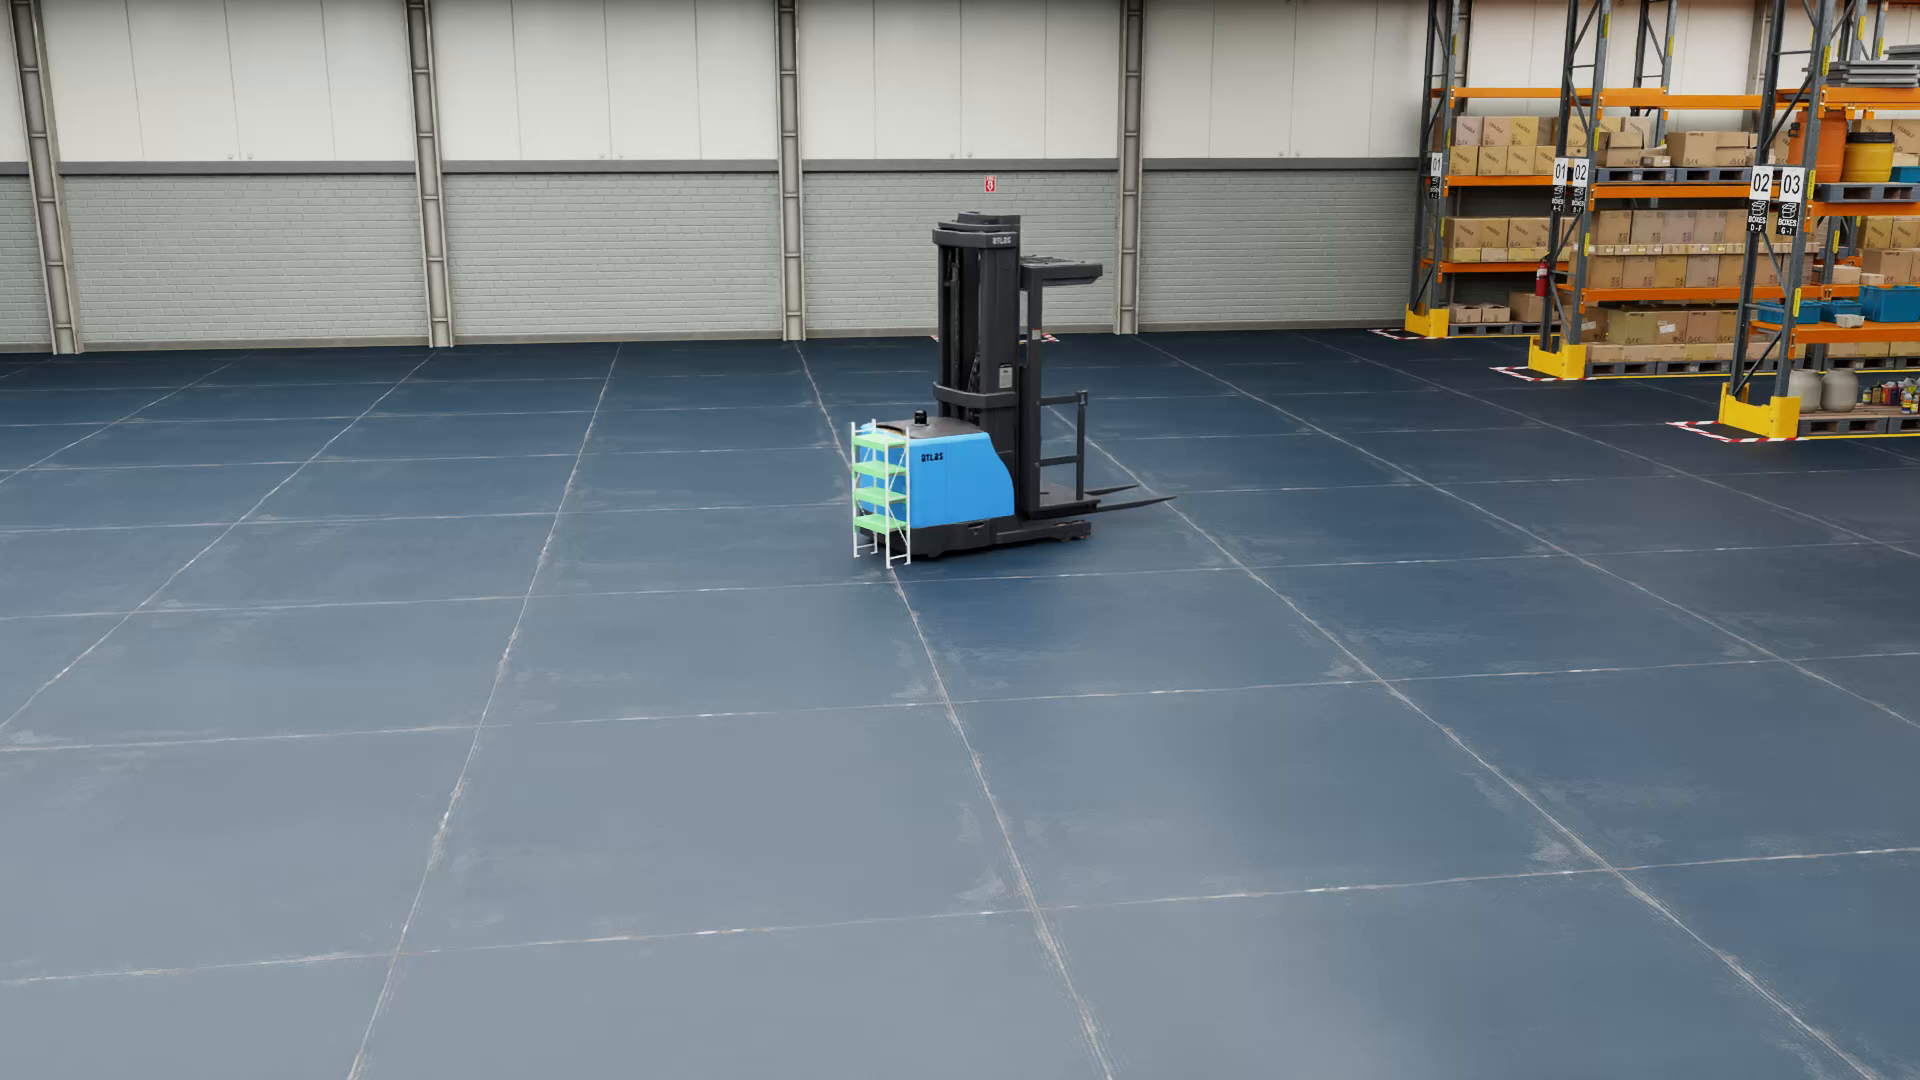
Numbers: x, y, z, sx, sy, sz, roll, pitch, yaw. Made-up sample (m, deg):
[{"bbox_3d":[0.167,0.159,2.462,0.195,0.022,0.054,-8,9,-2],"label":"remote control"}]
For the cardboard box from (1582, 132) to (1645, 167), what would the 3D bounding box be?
[{"bbox_3d":[9.685,-5.805,24.672,0.637,0.503,0.797,-1,14,-4],"label":"cardboard box"}]

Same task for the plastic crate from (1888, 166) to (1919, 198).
[{"bbox_3d":[11.691,-4.406,20.489,0.575,0.384,0.392,-2,14,-8],"label":"plastic crate"}]

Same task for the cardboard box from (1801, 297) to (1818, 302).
[{"bbox_3d":[15.581,-4.452,31.042,0.500,0.500,0.700,-2,14,-8],"label":"cardboard box"}]

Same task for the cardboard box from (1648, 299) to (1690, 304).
[{"bbox_3d":[13.055,-4.376,30.740,0.500,0.500,0.700,-2,14,-6],"label":"cardboard box"}]

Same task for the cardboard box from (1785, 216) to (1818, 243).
[{"bbox_3d":[12.634,-4.814,25.377,0.500,0.500,0.700,-2,14,-8],"label":"cardboard box"}]

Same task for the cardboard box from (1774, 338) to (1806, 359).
[{"bbox_3d":[12.646,-2.954,25.624,0.500,0.250,0.500,-2,14,-8],"label":"cardboard box"}]

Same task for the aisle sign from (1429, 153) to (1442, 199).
[{"bbox_3d":[8.348,-6.386,29.175,0.004,0.787,0.394,-2,14,-8],"label":"aisle sign"}]

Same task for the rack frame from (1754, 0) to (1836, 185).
[{"bbox_3d":[9.850,-5.727,19.557,0.127,3.000,1.000,-2,14,-8],"label":"rack frame"}]

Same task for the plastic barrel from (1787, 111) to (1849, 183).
[{"bbox_3d":[10.312,-4.732,20.011,0.708,0.830,0.600,-2,14,-8],"label":"plastic barrel"}]

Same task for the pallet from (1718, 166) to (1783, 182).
[{"bbox_3d":[12.232,-5.528,25.115,1.213,0.211,1.003,-2,14,-8],"label":"pallet"}]

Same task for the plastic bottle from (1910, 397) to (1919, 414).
[{"bbox_3d":[11.792,-1.667,20.552,0.097,0.201,0.097,0,14,0],"label":"plastic bottle"}]

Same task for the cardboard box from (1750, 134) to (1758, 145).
[{"bbox_3d":[14.102,-7.097,30.120,0.500,0.500,0.500,-3,14,-10],"label":"cardboard box"}]

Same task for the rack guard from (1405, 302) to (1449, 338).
[{"bbox_3d":[8.450,-3.990,30.105,0.348,0.500,1.175,-2,14,-8],"label":"rack guard"}]

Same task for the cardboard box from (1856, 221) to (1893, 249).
[{"bbox_3d":[16.804,-5.648,30.719,0.500,0.500,0.500,-2,14,-7],"label":"cardboard box"}]

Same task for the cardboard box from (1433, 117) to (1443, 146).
[{"bbox_3d":[8.762,-7.276,29.601,0.500,0.500,0.500,-1,14,-6],"label":"cardboard box"}]

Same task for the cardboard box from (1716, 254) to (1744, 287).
[{"bbox_3d":[11.617,-4.146,25.383,0.500,0.500,0.700,-2,14,-7],"label":"cardboard box"}]

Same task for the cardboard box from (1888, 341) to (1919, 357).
[{"bbox_3d":[14.525,-3.016,25.871,0.500,0.250,0.500,-3,14,-10],"label":"cardboard box"}]

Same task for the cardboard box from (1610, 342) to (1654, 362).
[{"bbox_3d":[10.174,-2.863,25.262,0.500,0.250,0.500,-2,14,-8],"label":"cardboard box"}]

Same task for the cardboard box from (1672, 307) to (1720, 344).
[{"bbox_3d":[11.163,-3.262,25.309,0.500,0.500,0.500,-2,14,-8],"label":"cardboard box"}]

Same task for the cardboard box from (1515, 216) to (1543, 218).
[{"bbox_3d":[10.317,-5.623,30.201,0.500,0.500,0.500,-2,14,-8],"label":"cardboard box"}]

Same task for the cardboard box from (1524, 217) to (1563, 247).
[{"bbox_3d":[10.402,-5.500,29.711,0.500,0.500,0.500,-2,14,-7],"label":"cardboard box"}]

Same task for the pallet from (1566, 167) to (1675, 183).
[{"bbox_3d":[9.819,-5.440,24.762,1.213,0.211,1.003,-2,14,-8],"label":"pallet"}]

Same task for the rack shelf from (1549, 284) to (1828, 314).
[{"bbox_3d":[11.094,-3.732,25.415,4.000,0.370,1.077,-2,14,-8],"label":"rack shelf"}]

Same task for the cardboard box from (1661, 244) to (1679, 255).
[{"bbox_3d":[10.557,-4.372,24.949,0.250,0.149,0.380,-3,14,-10],"label":"cardboard box"}]

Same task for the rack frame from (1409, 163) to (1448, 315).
[{"bbox_3d":[8.375,-5.200,29.789,0.127,3.000,1.000,-2,14,-8],"label":"rack frame"}]

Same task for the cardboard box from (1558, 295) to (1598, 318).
[{"bbox_3d":[11.310,-4.299,30.430,0.500,0.500,0.500,-3,14,-13],"label":"cardboard box"}]

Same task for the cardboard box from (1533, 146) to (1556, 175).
[{"bbox_3d":[10.318,-6.720,29.439,0.500,0.500,0.500,-1,14,-5],"label":"cardboard box"}]

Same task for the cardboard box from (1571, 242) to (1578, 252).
[{"bbox_3d":[9.466,-4.431,25.186,0.250,0.149,0.380,-2,14,-9],"label":"cardboard box"}]

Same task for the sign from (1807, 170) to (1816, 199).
[{"bbox_3d":[9.928,-4.144,19.393,0.005,0.325,0.100,-2,14,-8],"label":"sign"}]

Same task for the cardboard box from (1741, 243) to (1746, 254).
[{"bbox_3d":[11.828,-4.419,25.136,0.250,0.149,0.380,-2,14,-9],"label":"cardboard box"}]

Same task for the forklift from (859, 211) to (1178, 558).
[{"bbox_3d":[0.617,-1.507,15.207,3.031,2.935,1.130,-8,16,-29],"label":"forklift"}]

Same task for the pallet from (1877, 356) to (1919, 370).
[{"bbox_3d":[15.003,-2.882,26.279,1.213,0.211,1.003,-2,14,-8],"label":"pallet"}]

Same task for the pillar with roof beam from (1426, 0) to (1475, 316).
[{"bbox_3d":[9.579,-7.308,25.861,0.400,9.000,9.100,-2,14,-8],"label":"pillar with roof beam"}]

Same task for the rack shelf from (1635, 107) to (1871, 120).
[{"bbox_3d":[14.308,-7.784,30.063,4.000,0.370,1.077,-2,14,-8],"label":"rack shelf"}]

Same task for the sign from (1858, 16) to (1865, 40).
[{"bbox_3d":[13.130,-7.459,24.218,0.005,0.325,0.100,-2,14,-8],"label":"sign"}]

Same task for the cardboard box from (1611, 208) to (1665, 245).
[{"bbox_3d":[10.151,-4.722,25.013,0.500,0.500,0.700,-2,14,-10],"label":"cardboard box"}]

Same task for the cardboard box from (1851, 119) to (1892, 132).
[{"bbox_3d":[13.687,-6.116,25.179,0.500,0.500,0.500,-2,14,-8],"label":"cardboard box"}]

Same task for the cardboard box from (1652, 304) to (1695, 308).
[{"bbox_3d":[11.083,-3.391,25.823,0.500,0.500,0.500,-2,14,-8],"label":"cardboard box"}]

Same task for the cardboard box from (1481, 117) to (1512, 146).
[{"bbox_3d":[9.295,-7.160,29.135,0.500,0.500,0.500,-2,14,-9],"label":"cardboard box"}]

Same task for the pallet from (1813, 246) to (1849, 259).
[{"bbox_3d":[15.596,-5.345,30.764,1.003,0.211,1.213,-2,14,-8],"label":"pallet"}]

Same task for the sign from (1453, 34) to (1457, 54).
[{"bbox_3d":[8.455,-8.471,28.416,0.005,0.325,0.100,-2,14,-8],"label":"sign"}]

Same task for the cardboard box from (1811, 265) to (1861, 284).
[{"bbox_3d":[13.552,-4.109,25.748,0.500,0.250,0.500,-1,14,-5],"label":"cardboard box"}]

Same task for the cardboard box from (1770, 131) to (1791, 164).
[{"bbox_3d":[12.534,-5.974,25.352,0.500,0.500,0.500,-1,14,-4],"label":"cardboard box"}]

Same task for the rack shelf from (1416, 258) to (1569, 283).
[{"bbox_3d":[10.352,-4.923,30.166,4.000,0.370,1.077,-2,14,-8],"label":"rack shelf"}]

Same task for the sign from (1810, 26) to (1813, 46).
[{"bbox_3d":[12.979,-7.685,25.282,0.005,0.325,0.100,-2,14,-8],"label":"sign"}]

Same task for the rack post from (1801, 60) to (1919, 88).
[{"bbox_3d":[10.617,-5.481,19.605,0.954,0.300,0.937,-1,14,-2],"label":"rack post"}]

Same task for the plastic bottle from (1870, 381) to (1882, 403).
[{"bbox_3d":[11.714,-1.893,21.284,0.133,0.283,0.061,-2,14,-7],"label":"plastic bottle"}]

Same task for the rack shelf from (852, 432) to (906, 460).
[{"bbox_3d":[-0.684,-0.806,14.258,0.258,0.148,0.480,-11,18,-37],"label":"rack shelf"}]

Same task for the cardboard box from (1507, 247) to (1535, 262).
[{"bbox_3d":[9.920,-5.117,29.728,0.500,0.250,0.500,-2,14,-9],"label":"cardboard box"}]

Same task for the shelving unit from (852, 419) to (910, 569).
[{"bbox_3d":[-0.683,-0.403,14.360,0.258,1.200,0.503,-11,18,-37],"label":"shelving unit"}]
